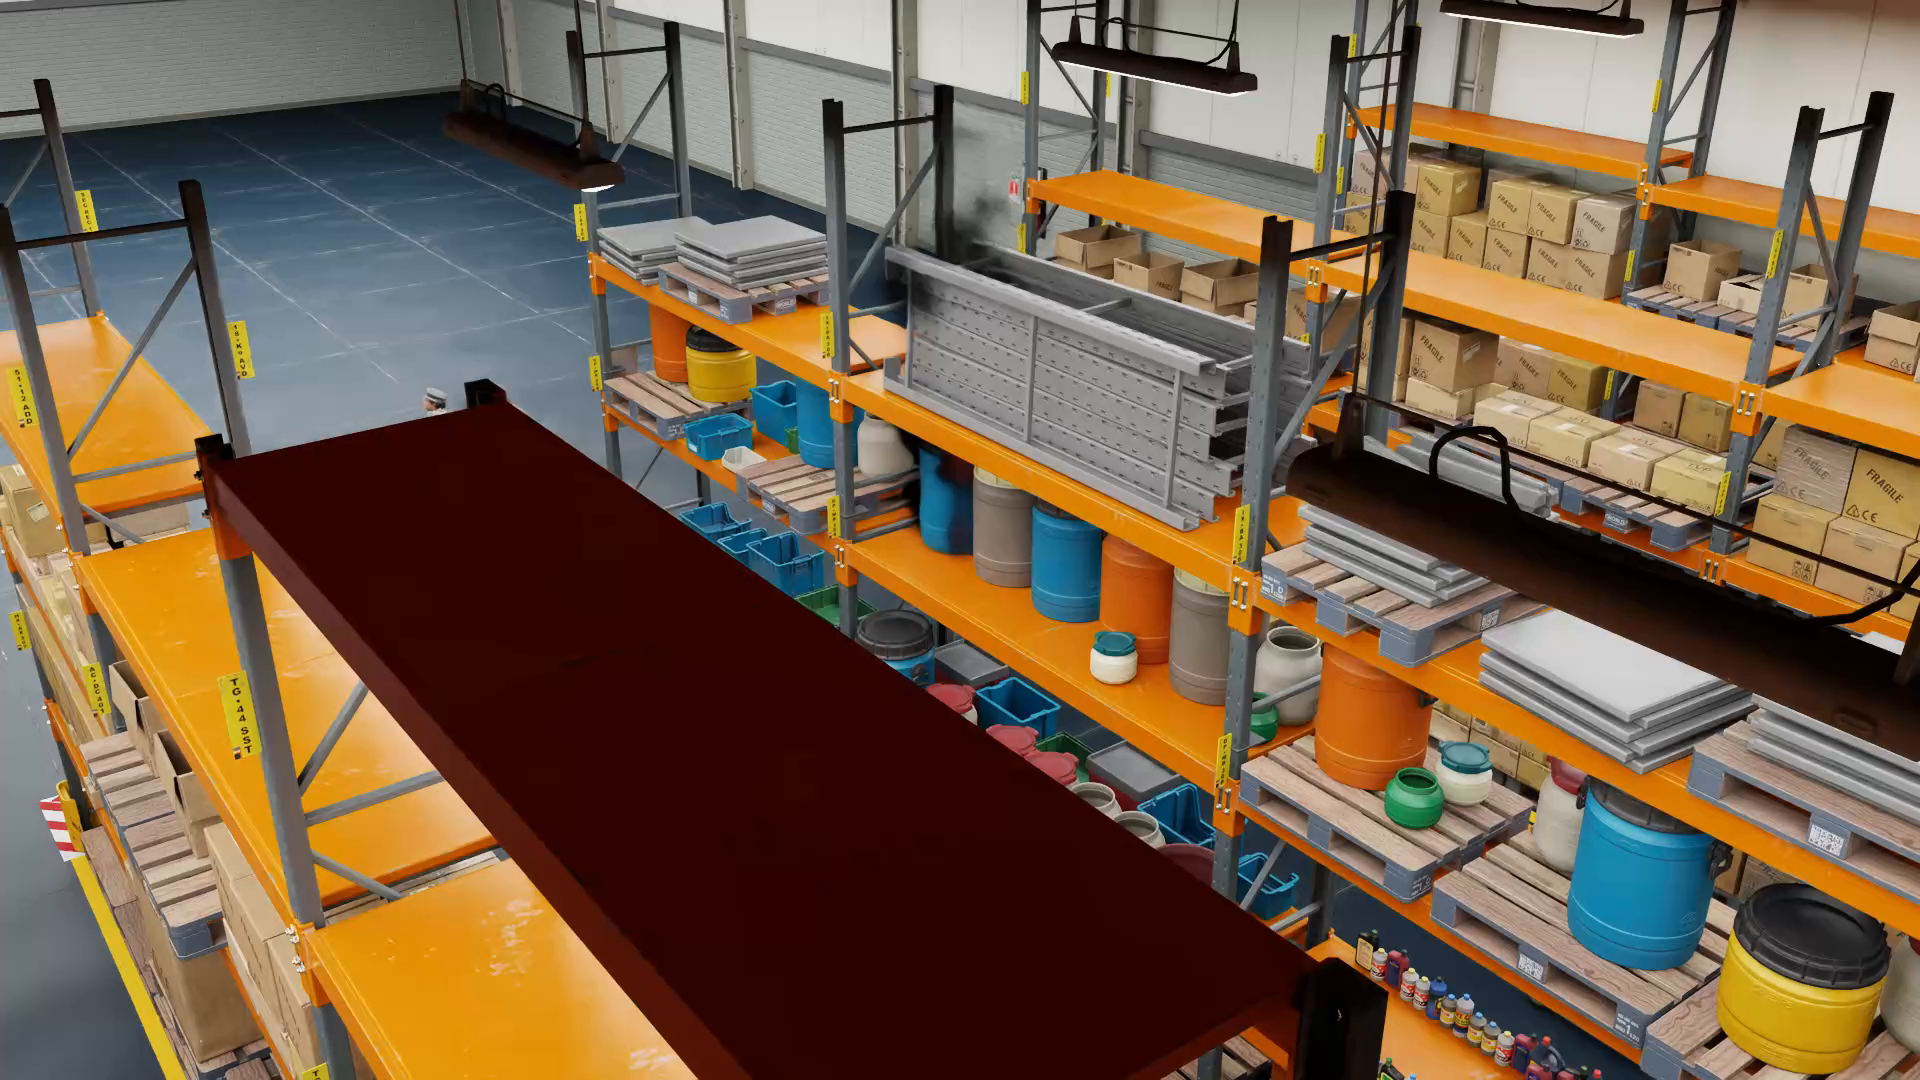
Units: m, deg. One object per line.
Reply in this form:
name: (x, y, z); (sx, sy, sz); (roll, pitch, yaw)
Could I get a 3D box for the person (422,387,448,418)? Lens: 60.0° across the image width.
person: (-5.941, -0.907, 18.940); (0.684, 1.734, 0.431); (-4, 25, -8)

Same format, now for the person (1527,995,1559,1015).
person: (4.350, 2.595, 11.304); (0.803, 1.739, 0.530); (23, 33, 40)
